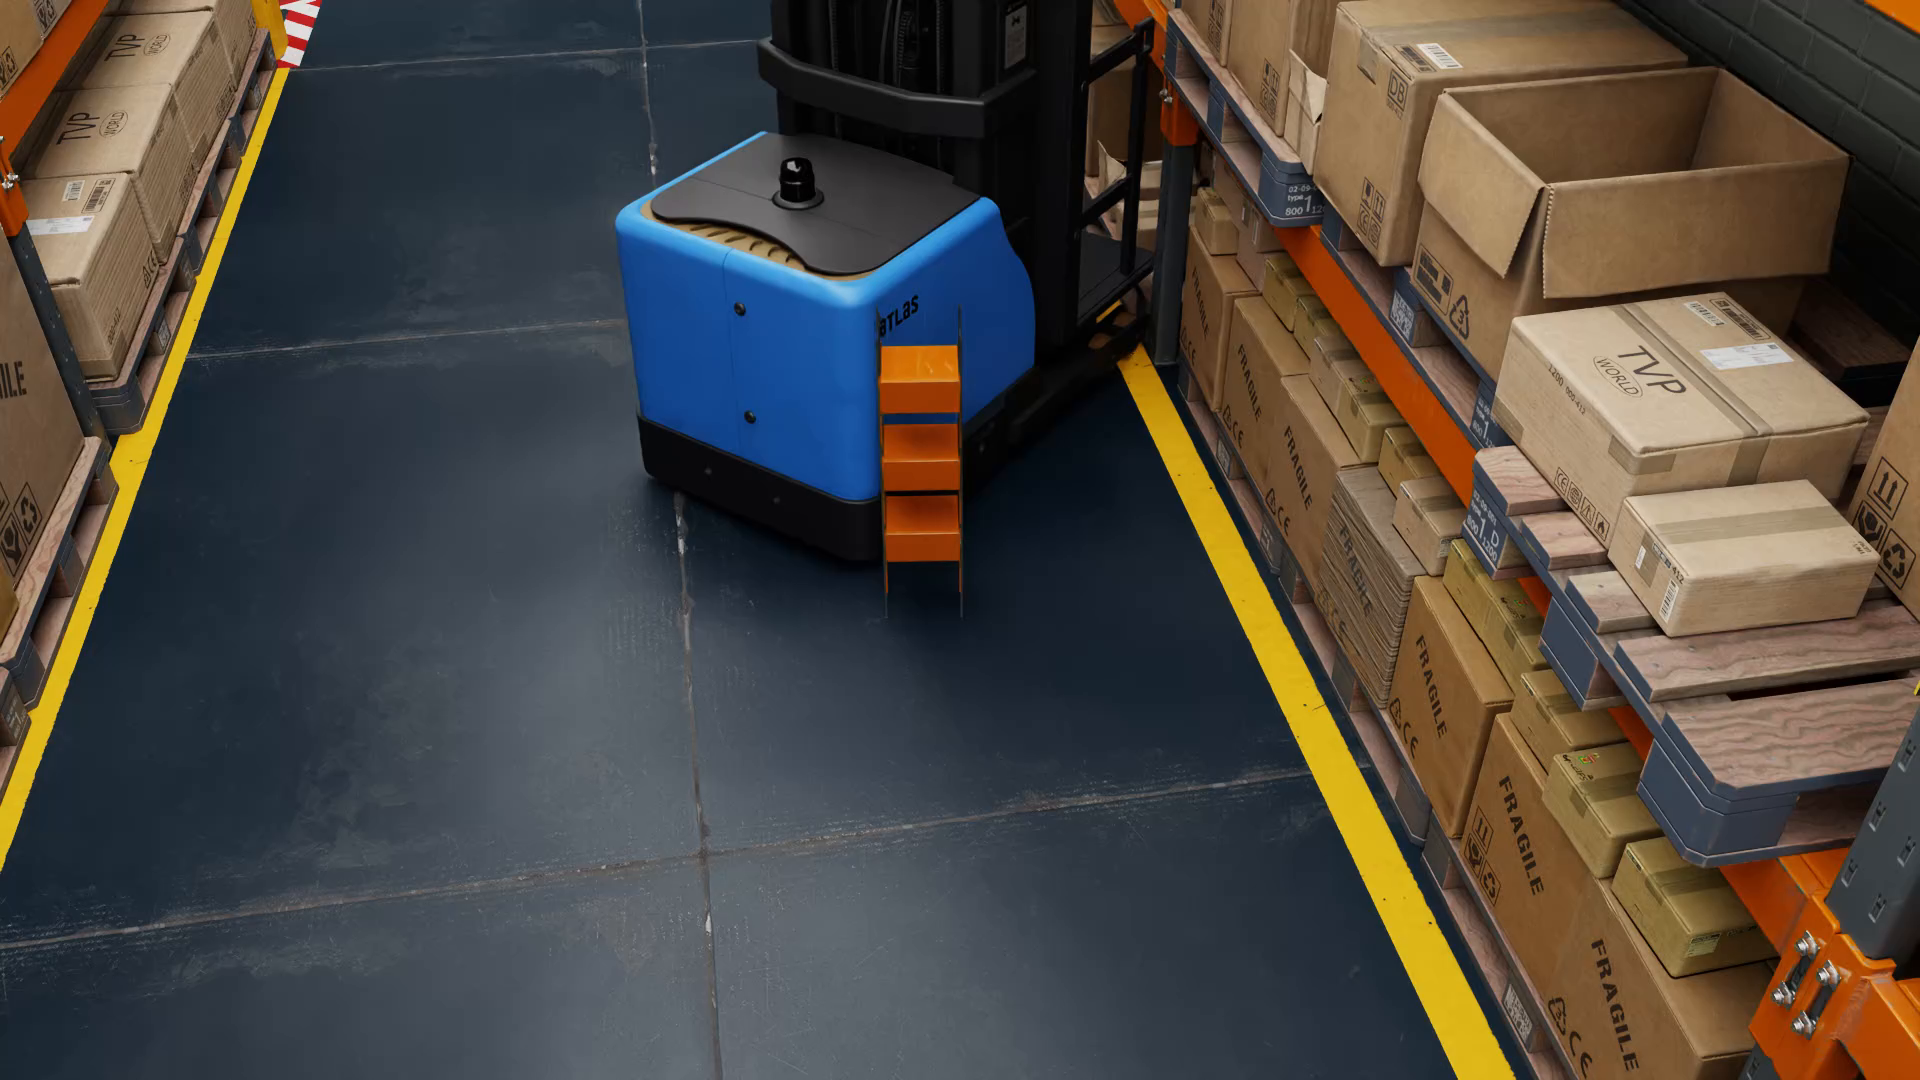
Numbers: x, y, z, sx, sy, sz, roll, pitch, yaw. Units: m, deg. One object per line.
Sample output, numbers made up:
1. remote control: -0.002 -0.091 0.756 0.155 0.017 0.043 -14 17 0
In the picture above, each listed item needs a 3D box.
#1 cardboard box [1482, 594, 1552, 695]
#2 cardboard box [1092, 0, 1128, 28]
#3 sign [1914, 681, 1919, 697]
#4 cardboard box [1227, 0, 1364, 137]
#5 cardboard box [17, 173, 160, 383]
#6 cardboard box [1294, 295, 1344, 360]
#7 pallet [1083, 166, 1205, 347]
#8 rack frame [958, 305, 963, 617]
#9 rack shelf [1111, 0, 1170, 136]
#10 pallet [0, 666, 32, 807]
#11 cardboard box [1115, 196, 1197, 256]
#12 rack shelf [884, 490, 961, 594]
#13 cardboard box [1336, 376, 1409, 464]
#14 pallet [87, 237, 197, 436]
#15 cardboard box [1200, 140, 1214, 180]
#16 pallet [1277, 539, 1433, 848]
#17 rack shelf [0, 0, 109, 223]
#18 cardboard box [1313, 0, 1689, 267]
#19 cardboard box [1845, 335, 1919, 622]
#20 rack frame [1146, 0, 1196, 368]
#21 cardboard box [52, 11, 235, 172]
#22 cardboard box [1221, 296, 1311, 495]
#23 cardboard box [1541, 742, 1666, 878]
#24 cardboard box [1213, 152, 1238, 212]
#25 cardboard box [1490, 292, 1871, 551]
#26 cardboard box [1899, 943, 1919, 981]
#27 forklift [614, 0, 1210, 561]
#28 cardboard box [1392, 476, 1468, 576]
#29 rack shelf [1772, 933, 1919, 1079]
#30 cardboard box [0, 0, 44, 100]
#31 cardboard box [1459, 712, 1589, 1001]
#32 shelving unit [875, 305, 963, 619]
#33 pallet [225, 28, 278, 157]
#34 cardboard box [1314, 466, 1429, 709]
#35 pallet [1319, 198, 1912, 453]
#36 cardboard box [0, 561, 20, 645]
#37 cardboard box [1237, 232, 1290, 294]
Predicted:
1. cardboard box: 1.540 0.258 4.140 0.380 0.149 0.250 -5 38 -7
2. cardboard box: 0.676 -2.327 7.996 0.500 0.500 0.500 -6 38 -7
3. sign: 1.427 0.091 2.308 0.100 0.325 0.005 -6 38 -8
4. cardboard box: 1.213 -1.539 4.862 0.700 0.500 0.500 -6 38 -7
5. cardboard box: -3.633 -0.971 6.302 0.875 0.438 0.875 -7 38 -9
6. cardboard box: 1.301 -0.676 5.341 0.380 0.149 0.250 -7 38 -9
7. pallet: 1.138 -1.276 7.221 1.003 0.211 1.213 -6 38 -8
8. rack frame: 0.002 -0.223 5.182 0.008 1.050 0.200 -1 38 -1
9. rack shelf: 0.907 -2.887 7.607 1.077 0.370 4.000 -6 38 -8
10. pallet: -3.202 0.871 4.457 1.003 0.211 1.213 -6 38 -8
11. cardboard box: 0.871 -1.308 6.970 0.380 0.149 0.250 -7 38 -9
12. rack shelf: -0.120 0.007 5.356 0.240 0.259 0.215 -1 38 -1
13. cardboard box: 1.349 -0.370 4.948 0.380 0.149 0.250 -5 38 -6
14. pallet: -3.685 -0.793 6.599 1.003 0.211 1.213 -6 38 -8
15. cardboard box: 1.299 -1.689 7.461 0.380 0.149 0.250 -7 38 -9
16. pallet: 1.655 0.364 5.109 1.003 0.211 1.213 -6 38 -8
17. rack shelf: -3.979 -2.351 6.917 1.077 0.370 4.000 -6 38 -8
18. cardboard box: 1.351 -1.065 4.252 0.700 0.500 0.500 -6 38 -8
19. cardboard box: 2.023 -0.080 2.984 0.500 0.500 0.500 -5 38 -6
20. rack frame: 1.258 -1.963 5.832 1.000 3.000 0.127 -6 38 -8
21. cardboard box: -3.947 -2.057 7.699 0.875 0.438 0.875 -5 38 -7
22. cardboard box: 1.224 -0.505 5.650 0.500 0.500 0.500 -7 38 -9
23. cardboard box: 1.545 0.586 3.718 0.380 0.149 0.250 -8 39 -10
24. cardboard box: 1.118 -1.276 5.872 0.380 0.149 0.250 -7 38 -9
25. cardboard box: 1.455 -0.256 3.414 0.500 0.250 0.500 -8 39 -10
26. cardboard box: 2.161 0.990 3.726 0.500 0.500 0.500 -5 38 -6
27. forklift: 0.096 -1.955 5.878 1.130 2.935 3.031 22 43 26
28. cardboard box: 1.418 -0.057 4.544 0.380 0.149 0.250 -8 39 -10
29. rack shelf: 2.310 1.945 1.387 1.077 0.370 4.000 -6 38 -8
30. cardboard box: -3.453 -1.778 5.512 0.500 0.500 0.500 -5 38 -6
31. cardboard box: 1.596 0.739 4.049 0.500 0.500 0.500 -7 38 -9
32. shelving unit: -0.120 -0.221 5.179 0.252 1.050 0.215 -1 38 -1
33. pallet: -4.112 -2.267 8.496 1.003 0.211 1.213 -6 38 -8
34. cardboard box: 1.392 0.111 4.857 0.500 0.500 0.500 -8 38 -10
35. pallet: 1.614 -0.645 4.292 1.003 0.211 1.213 -6 38 -8
36. cardboard box: -3.275 0.157 4.492 0.875 0.875 0.875 -5 38 -7
37. cardboard box: 1.183 -0.993 5.750 0.380 0.149 0.250 -7 38 -9
